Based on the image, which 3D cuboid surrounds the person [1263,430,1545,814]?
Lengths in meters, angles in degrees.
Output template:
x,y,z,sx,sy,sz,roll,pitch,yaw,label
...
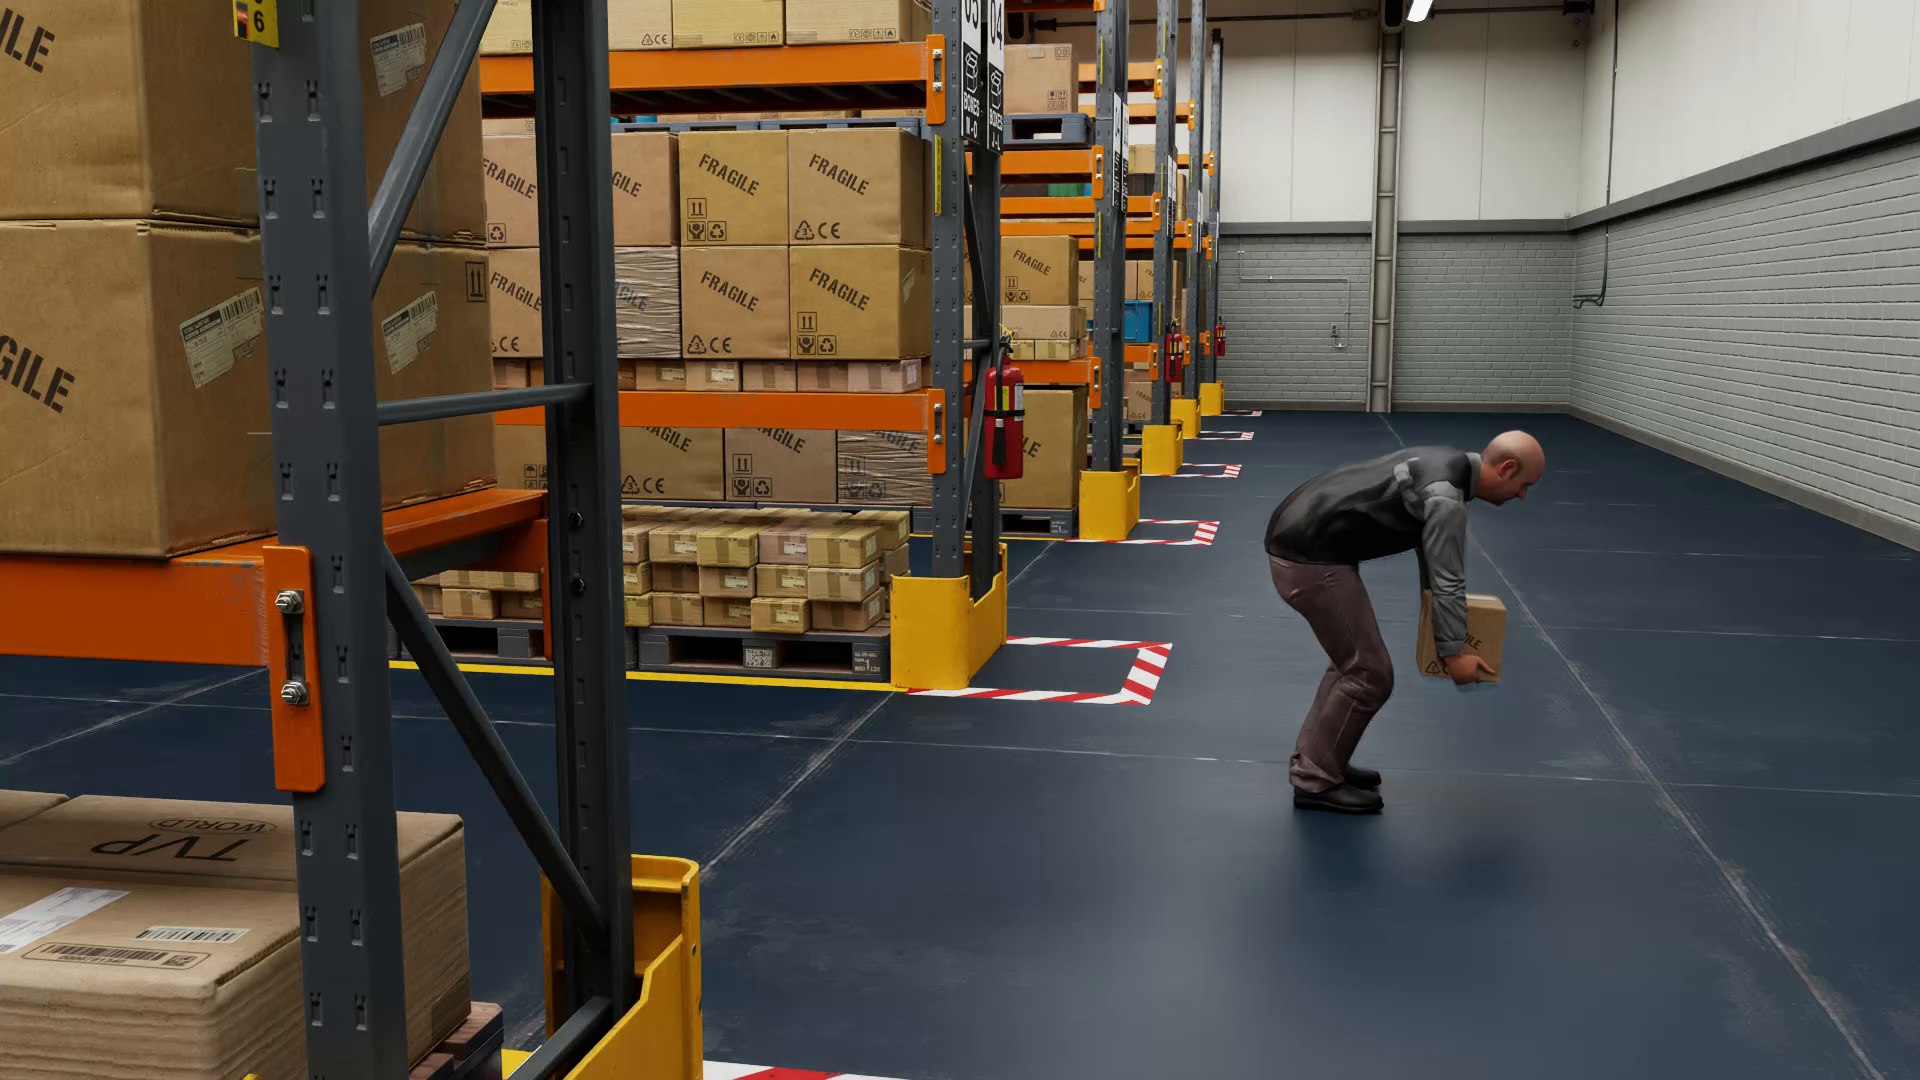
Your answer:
x,y,z,sx,sy,sz,roll,pitch,yaw,label
1.487,0.267,5.644,0.909,1.266,0.474,1,8,9,person
